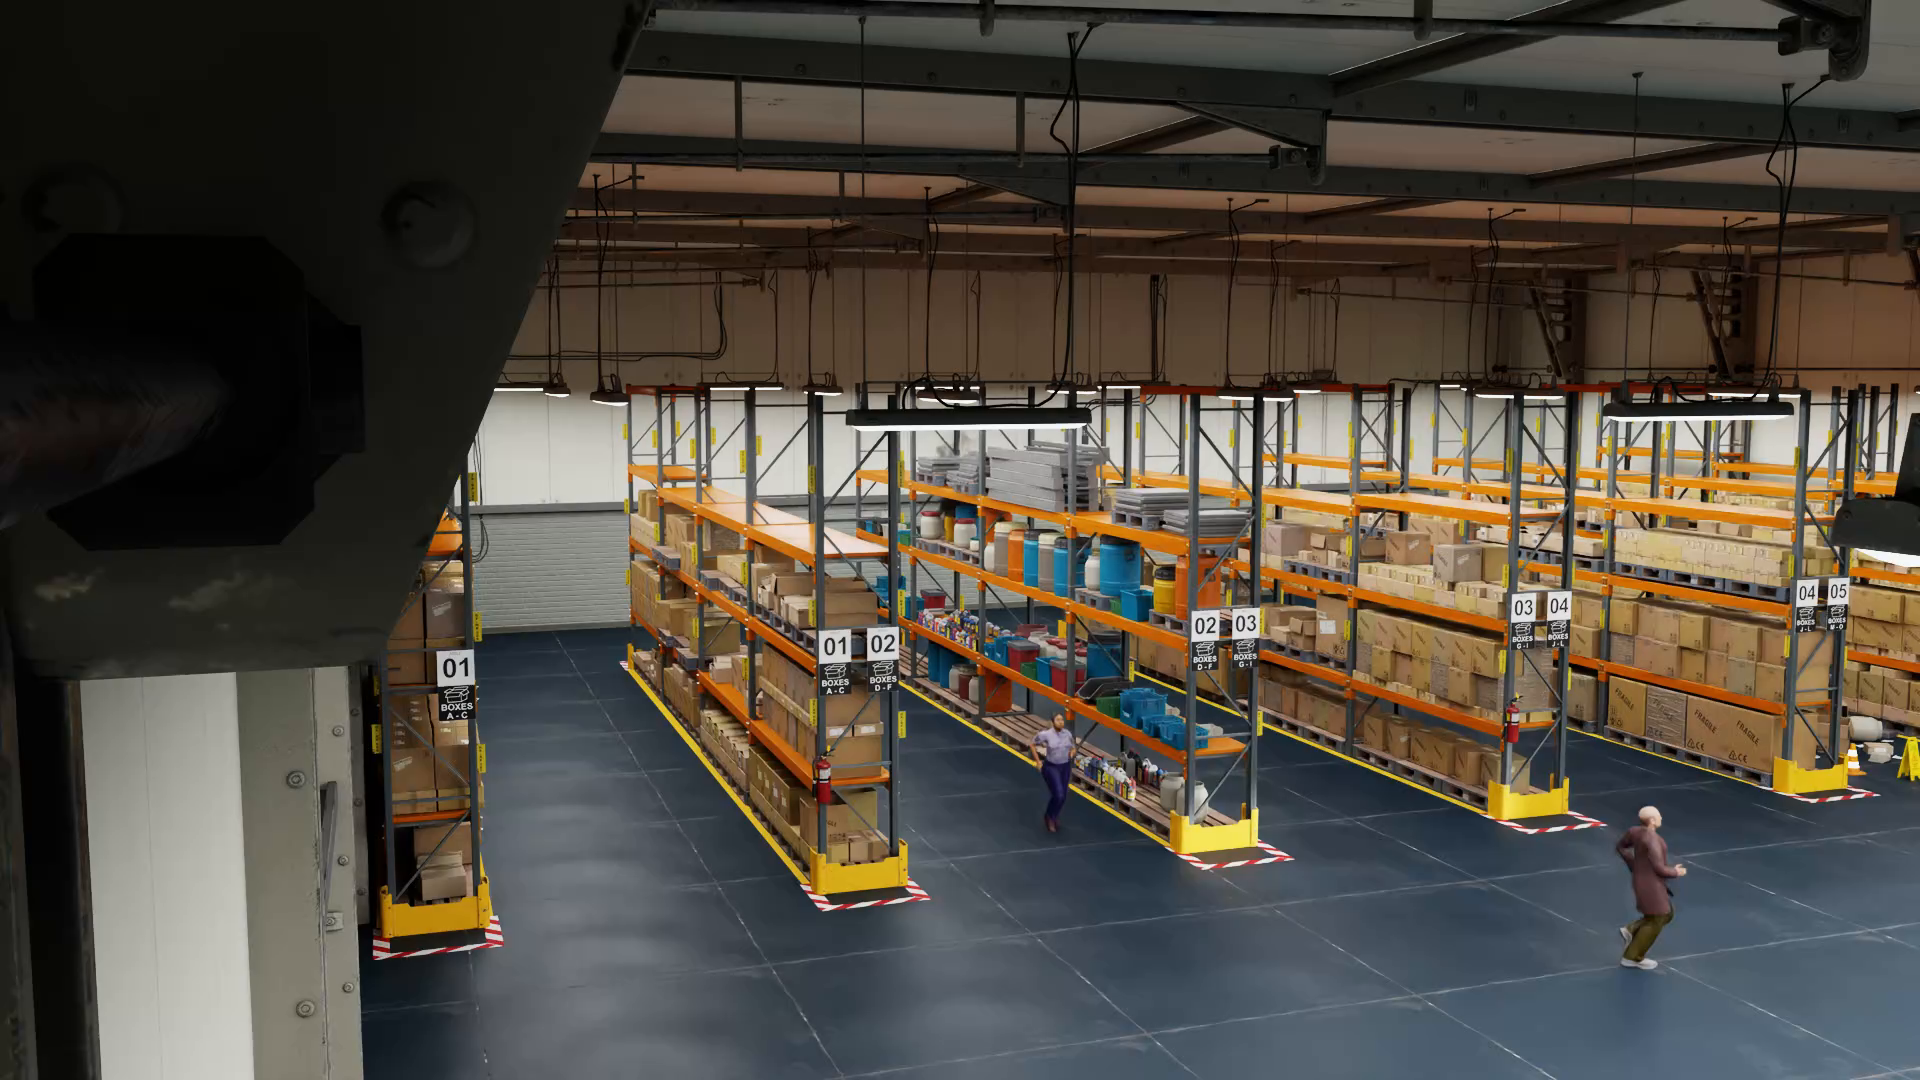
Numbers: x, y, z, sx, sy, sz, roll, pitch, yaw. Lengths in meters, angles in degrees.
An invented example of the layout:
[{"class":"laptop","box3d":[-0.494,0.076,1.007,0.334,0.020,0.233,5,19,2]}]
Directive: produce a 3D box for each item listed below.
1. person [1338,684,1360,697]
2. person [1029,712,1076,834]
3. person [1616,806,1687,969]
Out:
[{"class":"person","box3d":[7.406,2.276,31.421,0.586,1.695,0.661,-3,6,-23]},{"class":"person","box3d":[1.330,3.178,22.725,0.577,1.660,0.663,-3,7,-30]},{"class":"person","box3d":[7.317,3.656,17.534,0.631,1.739,0.695,0,6,3]}]
